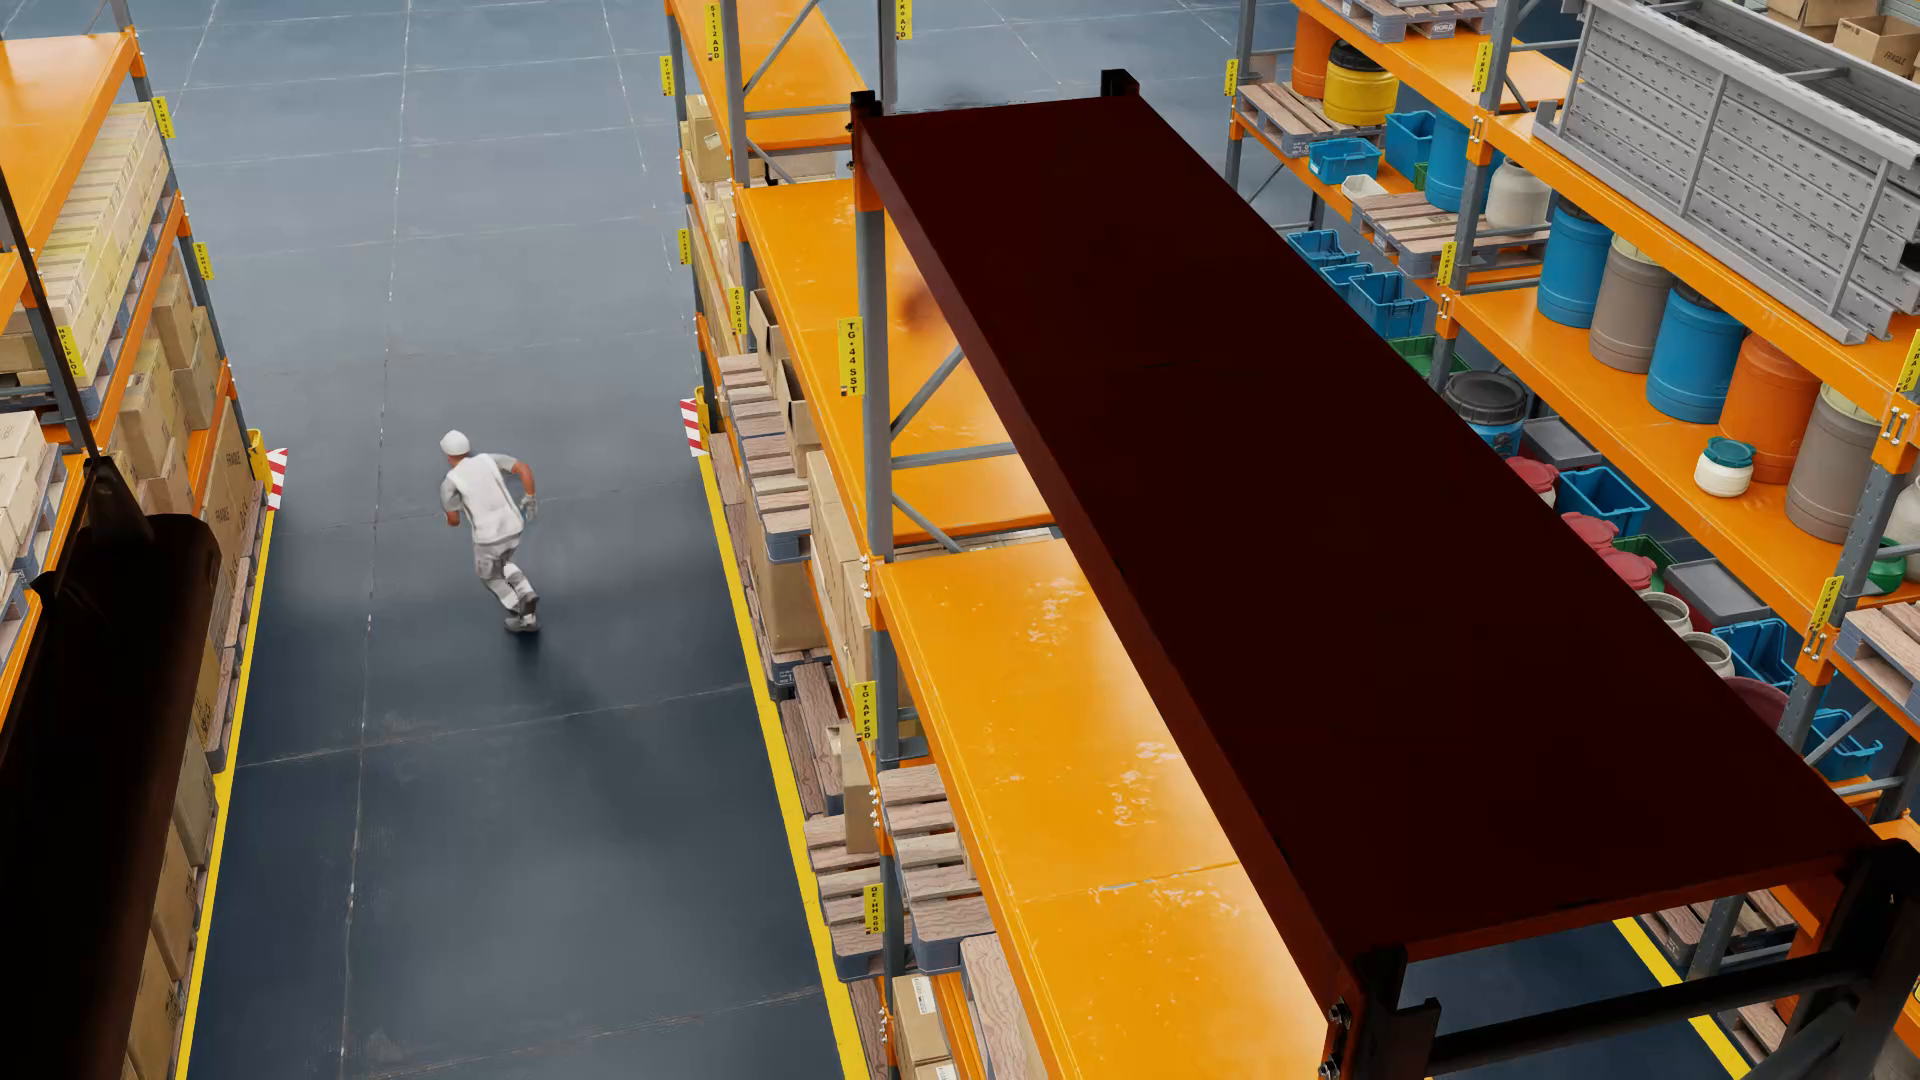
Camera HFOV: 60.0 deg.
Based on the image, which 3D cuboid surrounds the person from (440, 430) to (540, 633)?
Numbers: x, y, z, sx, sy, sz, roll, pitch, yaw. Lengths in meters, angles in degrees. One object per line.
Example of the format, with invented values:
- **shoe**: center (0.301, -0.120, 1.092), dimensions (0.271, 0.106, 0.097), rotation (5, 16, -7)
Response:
- **person**: center (-3.580, -0.075, 12.807), dimensions (0.827, 1.591, 0.694), rotation (26, 42, 32)
